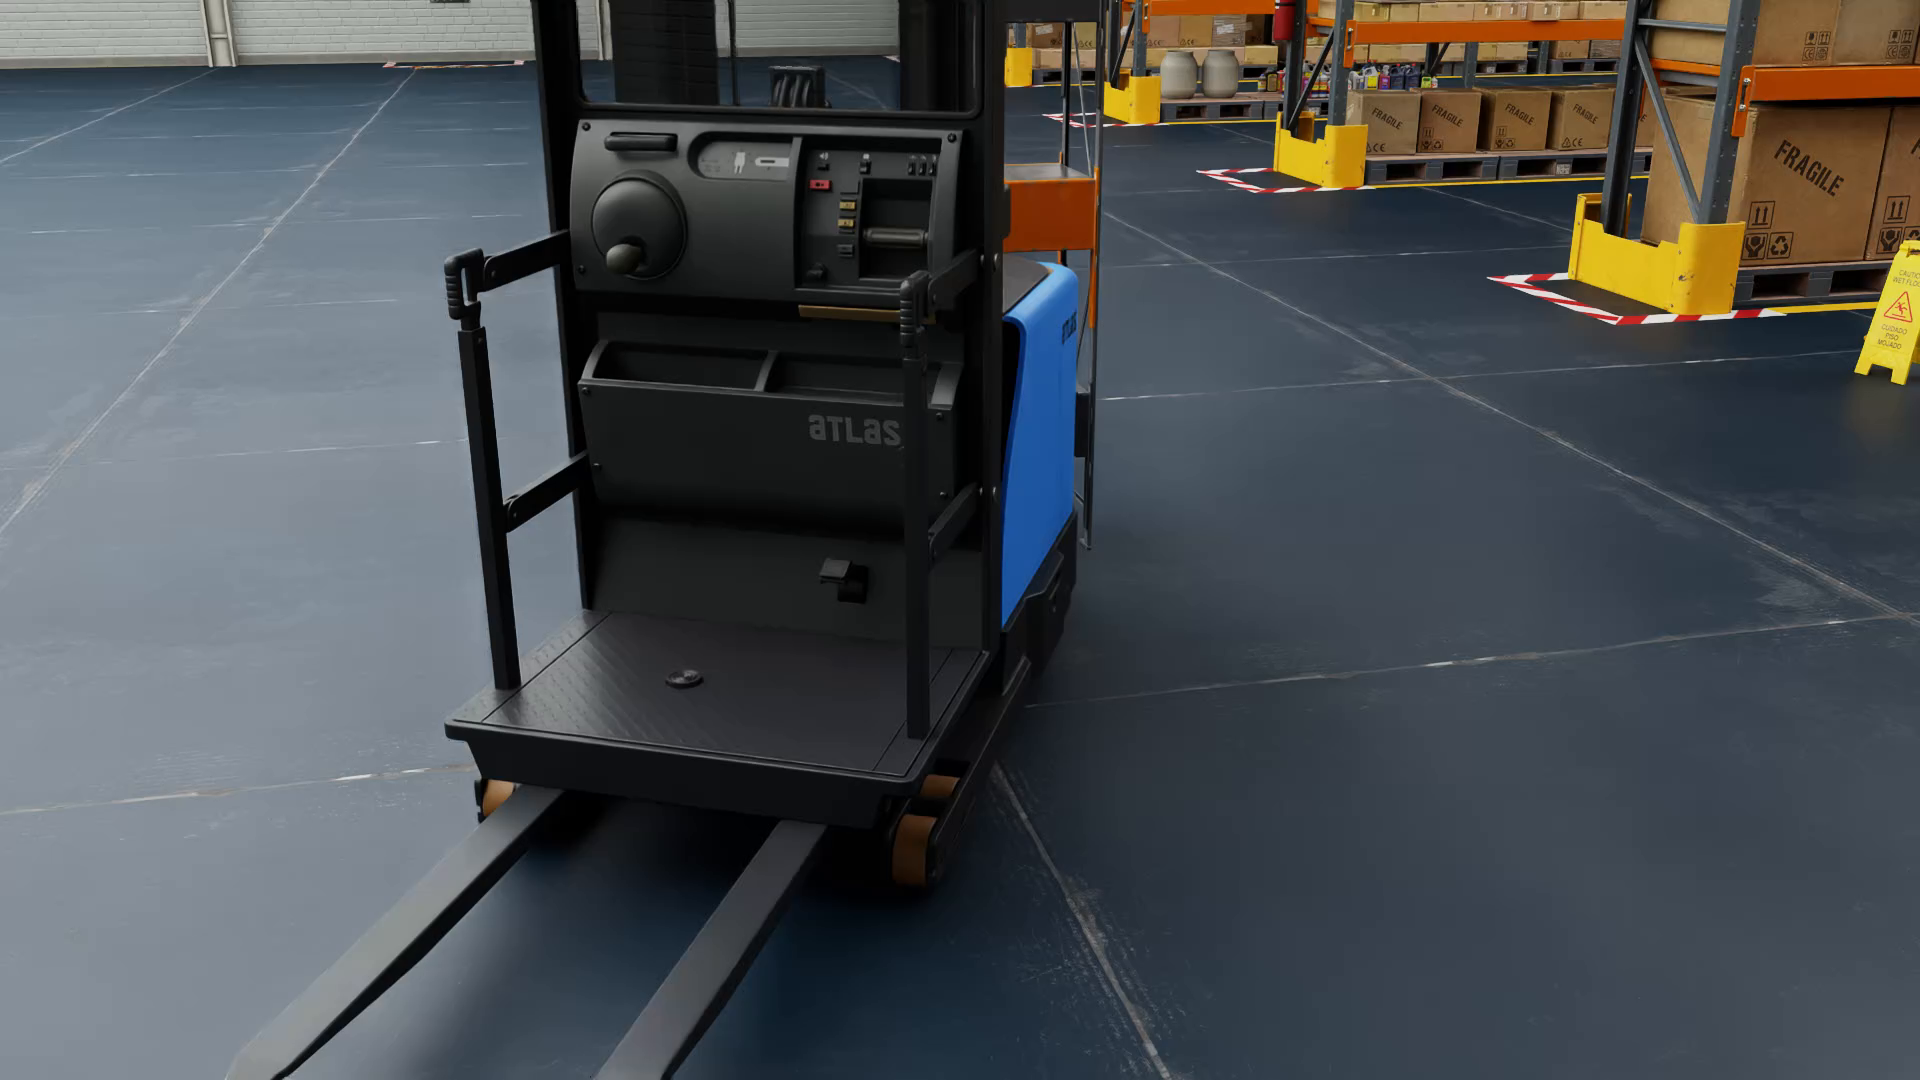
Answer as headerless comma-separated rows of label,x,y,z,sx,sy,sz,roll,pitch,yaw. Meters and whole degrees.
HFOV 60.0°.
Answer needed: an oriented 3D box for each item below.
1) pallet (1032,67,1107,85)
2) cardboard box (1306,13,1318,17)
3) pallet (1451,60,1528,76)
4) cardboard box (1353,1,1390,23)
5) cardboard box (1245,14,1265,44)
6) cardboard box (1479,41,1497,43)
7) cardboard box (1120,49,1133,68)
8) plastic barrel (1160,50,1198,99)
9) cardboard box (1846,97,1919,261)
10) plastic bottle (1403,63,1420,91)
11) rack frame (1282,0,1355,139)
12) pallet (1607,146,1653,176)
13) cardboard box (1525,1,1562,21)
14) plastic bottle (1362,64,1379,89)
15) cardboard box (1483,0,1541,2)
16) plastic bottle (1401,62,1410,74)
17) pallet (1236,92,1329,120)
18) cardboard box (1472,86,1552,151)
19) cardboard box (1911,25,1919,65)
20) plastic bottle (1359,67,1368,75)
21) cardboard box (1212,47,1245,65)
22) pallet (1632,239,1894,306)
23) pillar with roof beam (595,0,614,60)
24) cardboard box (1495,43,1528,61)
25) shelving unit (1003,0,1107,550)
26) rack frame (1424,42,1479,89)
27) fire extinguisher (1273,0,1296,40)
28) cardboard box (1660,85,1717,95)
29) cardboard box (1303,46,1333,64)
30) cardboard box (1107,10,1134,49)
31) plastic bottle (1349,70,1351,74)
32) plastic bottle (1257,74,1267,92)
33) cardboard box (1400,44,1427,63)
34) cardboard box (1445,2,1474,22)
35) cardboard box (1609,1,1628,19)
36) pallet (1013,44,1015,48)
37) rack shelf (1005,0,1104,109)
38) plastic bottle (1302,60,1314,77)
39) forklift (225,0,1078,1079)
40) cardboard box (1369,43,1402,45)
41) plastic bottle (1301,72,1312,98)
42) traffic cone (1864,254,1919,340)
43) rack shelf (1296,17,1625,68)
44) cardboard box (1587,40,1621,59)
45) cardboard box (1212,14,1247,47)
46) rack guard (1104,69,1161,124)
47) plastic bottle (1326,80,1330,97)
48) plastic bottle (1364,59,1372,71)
pallet,1.461,-6.605,23.539,1.213,0.211,1.003,-5,21,-12
cardboard box,6.152,-9.087,29.256,0.500,0.500,0.700,-5,21,-13
pallet,7.702,-7.112,24.922,1.213,0.211,1.003,-5,21,-12
cardboard box,3.335,-4.348,13.690,0.250,0.149,0.380,-5,21,-12
cardboard box,4.096,-7.483,24.178,0.500,0.500,0.500,-5,21,-12
cardboard box,7.555,-7.475,24.432,0.500,0.311,0.500,-5,21,-13
cardboard box,2.272,-6.794,23.388,0.500,0.250,0.500,-5,21,-12
plastic barrel,2.486,-5.288,18.896,0.421,0.512,0.421,0,20,0
cardboard box,5.546,-2.201,9.941,0.875,0.875,0.875,-5,21,-13
plastic bottle,5.195,-5.313,19.170,0.185,0.351,0.144,-5,21,-14
rack frame,3.003,-4.524,13.803,0.127,3.000,1.000,-5,21,-12
pallet,6.250,-3.466,14.969,1.213,0.211,1.003,-5,21,-12
cardboard box,4.817,-4.435,13.925,0.250,0.149,0.380,-5,21,-12
plastic bottle,4.694,-5.273,19.059,0.185,0.351,0.144,-5,21,-13
cardboard box,4.500,-4.849,14.114,0.500,0.500,0.875,-5,21,-12
plastic bottle,5.162,-5.362,19.302,0.185,0.351,0.144,-5,21,-12
pallet,3.903,-5.052,19.299,1.213,0.211,1.003,-5,21,-12
cardboard box,4.802,-3.693,14.558,0.500,0.500,0.500,-3,20,-7
cardboard box,5.501,-3.023,9.489,0.550,0.550,0.875,-5,21,-12
plastic bottle,4.761,-5.447,19.650,0.097,0.271,0.097,0,20,0
cardboard box,3.730,-6.916,23.722,0.500,0.250,0.500,-5,21,-12
pallet,4.806,-1.635,9.972,1.213,0.211,1.003,-5,21,-12
pillar with roof beam,-4.783,-10.744,22.061,0.400,9.000,9.100,-5,21,-12
cardboard box,8.056,-7.256,24.648,0.500,0.250,0.500,-4,21,-11
shelving unit,0.161,-0.999,5.489,0.503,2.100,0.431,-5,21,-12
rack frame,5.756,-6.498,19.193,0.127,3.000,1.000,-5,21,-12
fire extinguisher,2.785,-4.632,14.212,0.183,0.674,0.296,-5,21,-12
cardboard box,6.497,-3.845,14.975,0.500,0.500,0.500,-5,21,-14
cardboard box,5.069,-7.012,23.981,0.500,0.250,0.500,-5,21,-14
cardboard box,2.270,-7.150,23.270,0.500,0.500,0.500,-5,21,-12
plastic bottle,4.510,-5.265,19.136,0.133,0.283,0.061,-5,21,-12
plastic bottle,3.549,-5.366,19.532,0.097,0.201,0.097,0,20,0
cardboard box,6.565,-7.133,24.314,0.500,0.250,0.500,-4,21,-11
cardboard box,4.068,-4.403,13.839,0.250,0.149,0.380,-5,21,-12
cardboard box,5.526,-4.524,14.170,0.250,0.149,0.380,-5,21,-12
pallet,0.456,-8.247,28.021,1.213,0.211,1.003,-5,21,-12
rack shelf,0.161,-1.644,5.253,0.480,0.518,0.431,-5,21,-12
plastic bottle,4.096,-5.473,19.605,0.185,0.351,0.144,-4,20,-10
forklift,-0.502,-0.747,3.593,1.130,2.935,3.031,5,21,14
cardboard box,6.071,-7.354,24.102,0.500,0.311,0.500,-5,21,-14
plastic bottle,3.924,-5.164,18.859,0.133,0.283,0.061,-4,21,-12
traffic cone,4.889,-1.231,8.502,0.334,0.463,0.336,-5,21,-12
rack shelf,4.949,-4.344,14.359,4.000,0.370,1.077,-5,21,-12
cardboard box,9.529,-7.490,24.894,0.500,0.500,0.500,-5,21,-14
cardboard box,3.729,-7.269,23.594,0.500,0.500,0.500,-5,21,-12
rack guard,1.926,-5.030,18.818,0.348,0.500,1.175,-5,21,-12
plastic bottle,4.226,-5.156,18.958,0.097,0.201,0.097,0,20,0
plastic bottle,4.875,-5.536,19.778,0.185,0.351,0.144,-4,21,-11
